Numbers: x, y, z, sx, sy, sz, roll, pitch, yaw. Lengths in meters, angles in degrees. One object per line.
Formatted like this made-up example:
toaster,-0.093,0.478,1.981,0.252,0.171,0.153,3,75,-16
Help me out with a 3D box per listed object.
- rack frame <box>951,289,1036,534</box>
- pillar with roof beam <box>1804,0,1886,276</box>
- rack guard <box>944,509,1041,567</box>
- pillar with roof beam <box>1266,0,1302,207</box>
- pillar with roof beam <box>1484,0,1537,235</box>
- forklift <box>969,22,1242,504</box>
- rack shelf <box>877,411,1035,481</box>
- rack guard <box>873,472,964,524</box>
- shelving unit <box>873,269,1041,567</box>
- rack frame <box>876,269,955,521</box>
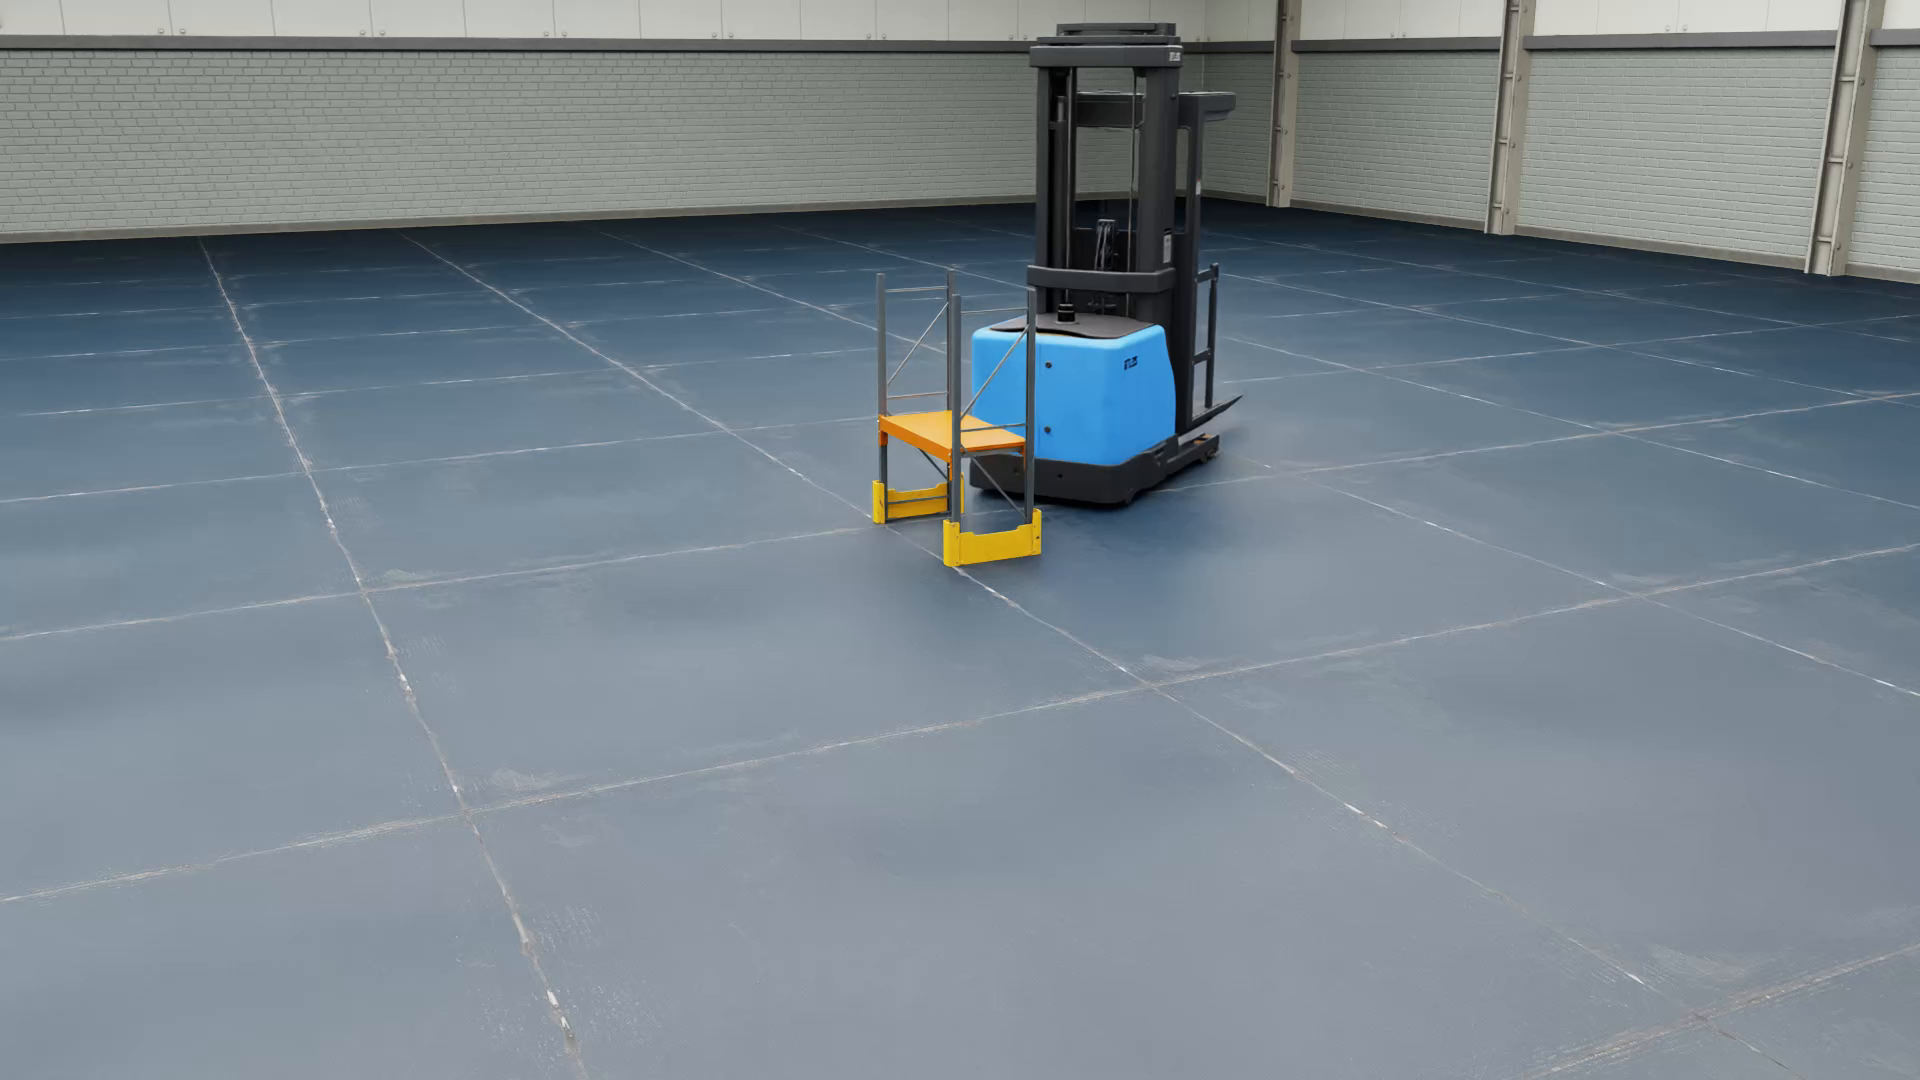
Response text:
rack frame,0.185,-0.616,9.178,0.500,1.500,0.032,-8,18,-25
pillar with roof beam,7.597,-7.335,18.996,9.100,9.000,0.400,-8,18,-25
rack guard,0.185,-0.016,9.352,0.587,0.250,0.087,-8,18,-25
pillar with roof beam,2.340,-10.310,29.364,9.100,9.000,0.400,-8,18,-25
pillar with roof beam,4.968,-8.822,24.180,9.100,9.000,0.400,-8,18,-25
forklift,1.187,-1.991,11.376,1.130,2.935,3.031,8,18,26
rack shelf,-0.037,-0.569,9.667,0.538,0.185,1.000,-8,18,-25
rack guard,-0.252,-0.263,10.212,0.587,0.250,0.087,-8,18,-25
shelving unit,-0.033,-0.740,9.610,0.587,1.500,1.083,-8,18,-25
rack frame,-0.260,-0.868,10.057,0.500,1.500,0.032,-8,18,-25
